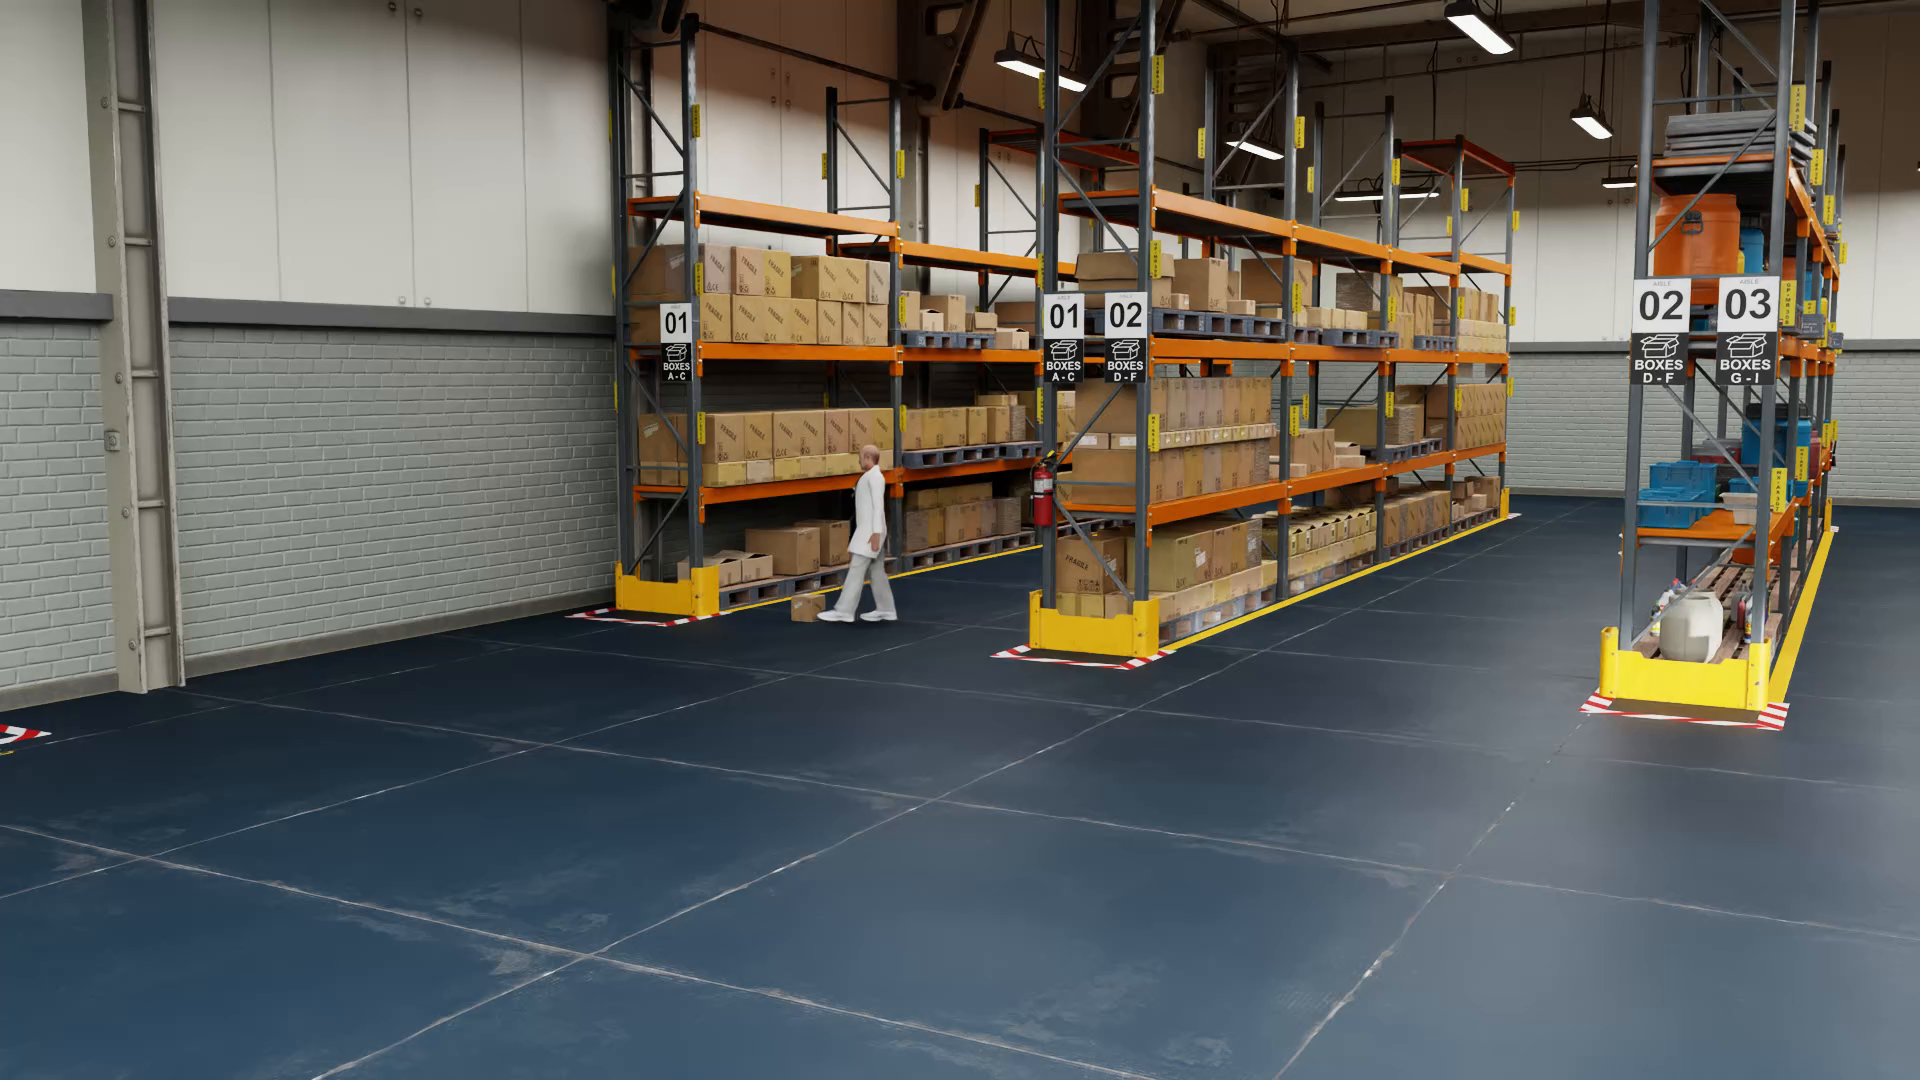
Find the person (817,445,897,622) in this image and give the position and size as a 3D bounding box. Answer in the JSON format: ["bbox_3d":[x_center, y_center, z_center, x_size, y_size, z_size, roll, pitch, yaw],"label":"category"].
[{"bbox_3d":[-1.024,0.038,16.600,0.792,1.551,0.636,0,6,-2],"label":"person"}]
